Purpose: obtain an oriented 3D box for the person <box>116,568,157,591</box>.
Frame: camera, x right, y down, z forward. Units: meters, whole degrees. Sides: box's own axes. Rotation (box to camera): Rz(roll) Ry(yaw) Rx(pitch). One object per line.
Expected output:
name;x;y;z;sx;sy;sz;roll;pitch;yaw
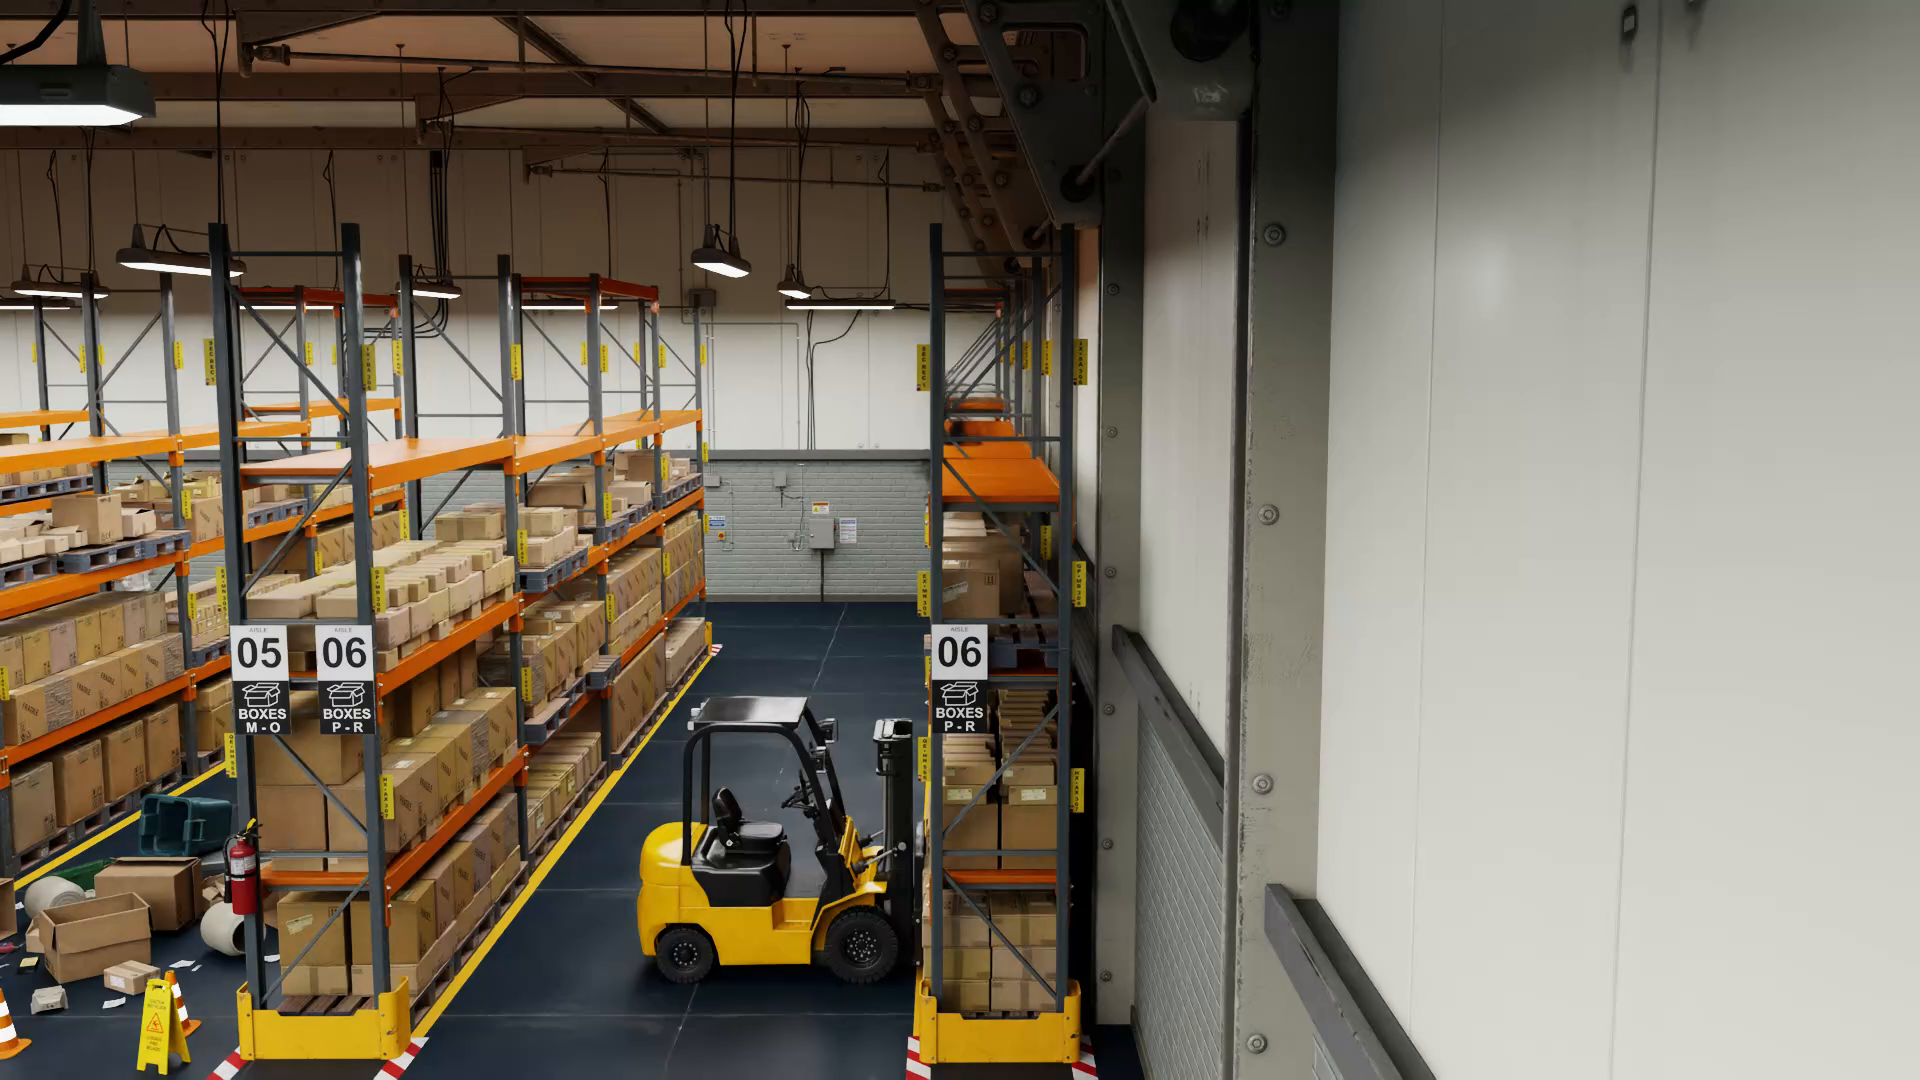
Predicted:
person;-14.296;0.916;28.878;0.775;1.839;0.651;3;7;21
